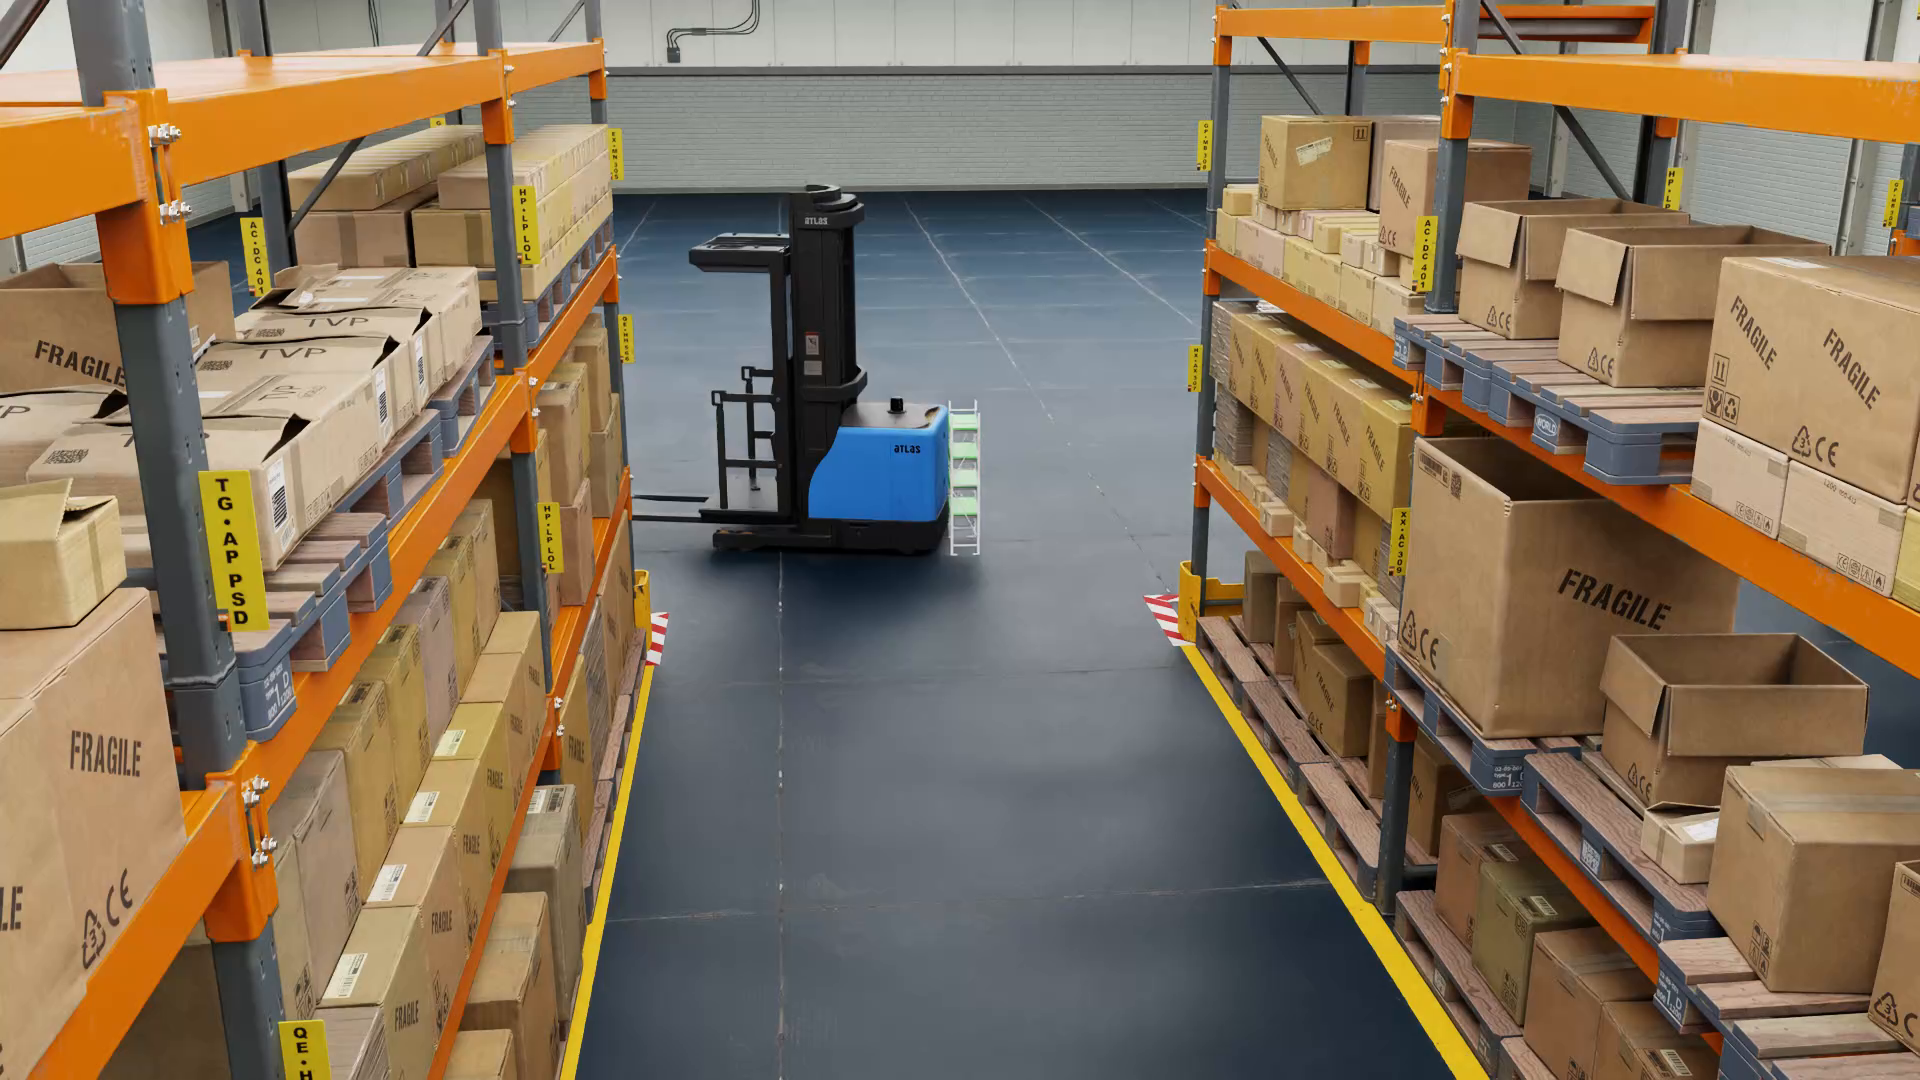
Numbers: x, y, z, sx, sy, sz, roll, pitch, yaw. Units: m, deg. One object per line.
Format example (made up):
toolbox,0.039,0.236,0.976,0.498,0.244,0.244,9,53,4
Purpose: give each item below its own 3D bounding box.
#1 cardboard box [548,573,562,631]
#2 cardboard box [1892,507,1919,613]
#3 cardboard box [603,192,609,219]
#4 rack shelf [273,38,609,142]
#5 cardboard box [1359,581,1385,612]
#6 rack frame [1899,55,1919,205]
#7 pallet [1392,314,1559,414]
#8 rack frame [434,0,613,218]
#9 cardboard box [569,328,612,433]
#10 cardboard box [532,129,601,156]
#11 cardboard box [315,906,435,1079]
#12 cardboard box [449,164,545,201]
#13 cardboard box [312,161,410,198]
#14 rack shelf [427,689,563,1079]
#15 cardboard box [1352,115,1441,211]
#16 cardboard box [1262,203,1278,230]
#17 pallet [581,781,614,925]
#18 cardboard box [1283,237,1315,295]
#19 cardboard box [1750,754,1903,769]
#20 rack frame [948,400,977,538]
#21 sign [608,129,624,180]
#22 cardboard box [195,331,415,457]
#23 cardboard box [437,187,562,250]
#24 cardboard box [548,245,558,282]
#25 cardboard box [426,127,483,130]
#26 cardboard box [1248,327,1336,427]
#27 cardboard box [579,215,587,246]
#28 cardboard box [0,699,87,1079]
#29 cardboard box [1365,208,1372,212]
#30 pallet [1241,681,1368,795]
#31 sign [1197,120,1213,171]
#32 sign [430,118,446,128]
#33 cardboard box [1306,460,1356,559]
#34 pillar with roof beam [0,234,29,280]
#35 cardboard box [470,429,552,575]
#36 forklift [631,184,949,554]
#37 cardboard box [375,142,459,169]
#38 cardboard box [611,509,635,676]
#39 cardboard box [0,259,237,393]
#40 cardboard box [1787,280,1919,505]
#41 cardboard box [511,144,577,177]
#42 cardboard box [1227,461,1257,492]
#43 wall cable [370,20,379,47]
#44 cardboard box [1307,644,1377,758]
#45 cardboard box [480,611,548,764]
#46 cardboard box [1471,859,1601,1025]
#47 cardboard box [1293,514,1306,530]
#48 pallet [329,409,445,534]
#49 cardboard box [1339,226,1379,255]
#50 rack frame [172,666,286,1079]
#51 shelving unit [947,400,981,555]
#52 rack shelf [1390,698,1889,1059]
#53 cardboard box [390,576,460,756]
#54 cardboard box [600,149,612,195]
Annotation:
cardboard box,-2.491,0.181,8.341,0.875,0.550,0.550,-2,18,-6
cardboard box,2.701,0.101,4.091,0.500,0.250,0.500,-2,18,-6
cardboard box,-2.378,-2.062,10.280,0.380,0.149,0.250,-2,18,-5
rack shelf,-2.569,-2.398,8.662,1.077,0.370,4.000,-2,18,-6
cardboard box,2.285,0.316,8.581,0.380,0.149,0.250,-2,18,-6
rack frame,7.096,-3.804,11.272,1.000,3.000,0.127,-2,18,-6
pallet,2.539,-0.752,6.869,1.213,0.211,1.003,-2,18,-6
rack frame,-2.775,-3.528,10.392,1.000,3.000,0.127,-2,18,-6
cardboard box,-2.627,-0.980,10.238,0.875,0.550,0.550,-2,18,-6
cardboard box,-2.352,-2.365,9.915,0.380,0.149,0.250,-1,17,-5
cardboard box,-1.783,1.376,4.618,0.500,0.500,0.500,-2,18,-6
cardboard box,-2.089,-1.609,7.507,0.380,0.149,0.250,-2,18,-6
cardboard box,-2.768,-1.663,7.679,0.380,0.149,0.250,-2,18,-6
rack shelf,-2.156,1.465,5.704,1.077,0.370,4.000,-2,18,-6
cardboard box,2.581,-2.194,9.653,0.500,0.500,0.500,-2,18,-6
cardboard box,2.025,-1.942,9.933,0.380,0.149,0.250,-2,18,-6
pallet,-2.363,1.627,8.642,1.003,0.211,1.213,-2,18,-6
cardboard box,2.127,-1.541,9.320,0.500,0.250,0.500,-1,17,-4
cardboard box,3.050,0.959,5.663,0.500,0.250,0.500,-2,18,-7
rack frame,0.024,-0.595,14.069,0.240,1.200,0.015,-1,17,-2
sign,-2.234,-2.494,10.761,0.100,0.325,0.005,-2,18,-6
cardboard box,-1.910,-0.444,4.856,0.500,0.311,0.500,-2,18,-7
cardboard box,-2.188,-1.528,7.916,0.500,0.250,0.500,-2,18,-6
cardboard box,-2.115,-1.304,7.866,0.380,0.149,0.250,-2,18,-6
cardboard box,-3.032,-2.422,10.096,0.380,0.149,0.250,-2,18,-5
cardboard box,2.052,-0.985,9.975,0.500,0.500,0.500,-2,18,-6
cardboard box,-2.247,-1.682,9.071,0.380,0.149,0.250,-2,17,-5
cardboard box,-1.574,0.550,2.244,0.500,0.500,0.500,-2,18,-6
cardboard box,2.507,-1.955,9.973,0.380,0.149,0.250,-2,17,-5
pallet,2.348,1.170,10.099,1.003,0.211,1.213,-2,18,-6
sign,1.629,-2.620,11.049,0.100,0.325,0.005,-2,18,-6
sign,-3.328,-2.537,10.650,0.100,0.325,0.005,-2,18,-6
cardboard box,2.428,-0.219,9.203,0.875,0.500,0.500,-2,18,-6
pillar with roof beam,-11.024,-8.451,26.073,9.100,9.000,0.400,-2,18,-6
cardboard box,-2.366,-0.172,7.664,0.875,0.550,0.550,-2,18,-6
forklift,-1.636,-1.455,13.920,3.031,2.935,1.130,2,18,7
cardboard box,-2.900,-2.041,8.884,0.380,0.149,0.250,-2,17,-5
cardboard box,-2.639,0.347,10.909,0.875,0.875,0.875,-2,18,-5
cardboard box,-2.408,-0.519,4.779,0.500,0.500,0.500,-2,18,-6
cardboard box,2.633,-0.410,4.465,0.500,0.500,0.500,-2,18,-6
cardboard box,-2.219,-1.986,8.708,0.380,0.149,0.250,-2,18,-6
cardboard box,1.979,-0.427,10.949,0.380,0.149,0.250,-2,18,-6
wall cable,-15.532,-11.331,40.428,3.097,2.526,0.112,-2,18,-6
cardboard box,2.371,0.922,9.706,0.500,0.500,0.500,-3,18,-11
cardboard box,-2.043,0.625,7.011,0.500,0.500,0.500,-2,18,-6
cardboard box,2.654,1.712,7.156,0.700,0.500,0.500,-2,18,-6
cardboard box,2.177,-0.057,9.769,0.380,0.149,0.250,-2,18,-6
pallet,-2.187,-0.147,4.944,1.003,0.211,1.213,-1,17,-3
cardboard box,2.205,-1.550,8.684,0.380,0.149,0.250,-1,17,-4
rack frame,-1.950,1.718,3.699,1.000,3.000,0.127,-2,18,-6
shelving unit,0.034,-0.522,13.836,0.258,1.200,0.503,-1,17,-2
rack shelf,2.788,1.342,6.097,1.077,0.370,4.000,-2,18,-6
cardboard box,-2.198,0.453,5.892,0.700,0.500,0.500,-2,18,-5
cardboard box,-2.446,-2.278,10.304,0.500,0.250,0.500,-2,17,-5
